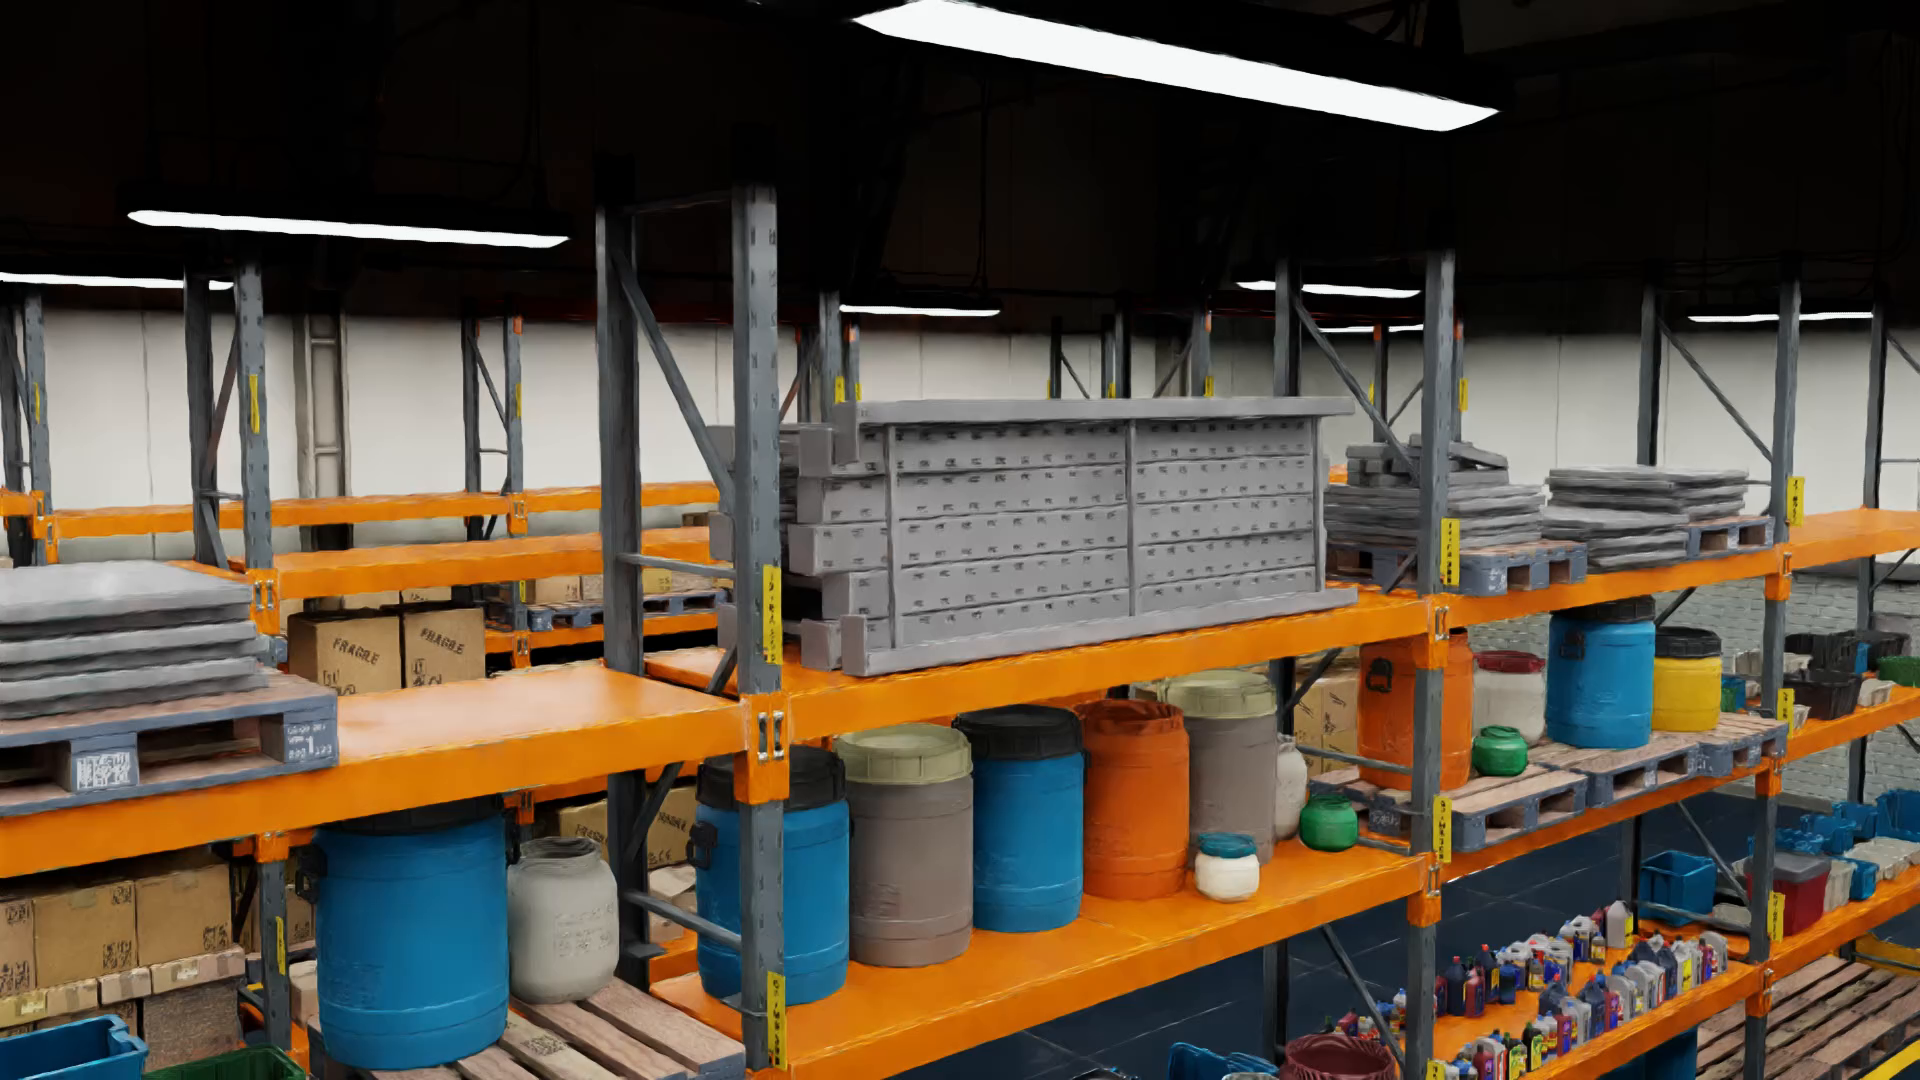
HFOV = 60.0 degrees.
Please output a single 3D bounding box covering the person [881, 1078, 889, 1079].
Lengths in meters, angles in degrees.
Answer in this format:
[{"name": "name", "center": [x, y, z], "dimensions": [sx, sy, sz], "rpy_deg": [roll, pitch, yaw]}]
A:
[{"name": "person", "center": [-0.627, 3.349, 11.008], "dimensions": [0.412, 1.533, 0.955], "rpy_deg": [5, 7, 40]}]
